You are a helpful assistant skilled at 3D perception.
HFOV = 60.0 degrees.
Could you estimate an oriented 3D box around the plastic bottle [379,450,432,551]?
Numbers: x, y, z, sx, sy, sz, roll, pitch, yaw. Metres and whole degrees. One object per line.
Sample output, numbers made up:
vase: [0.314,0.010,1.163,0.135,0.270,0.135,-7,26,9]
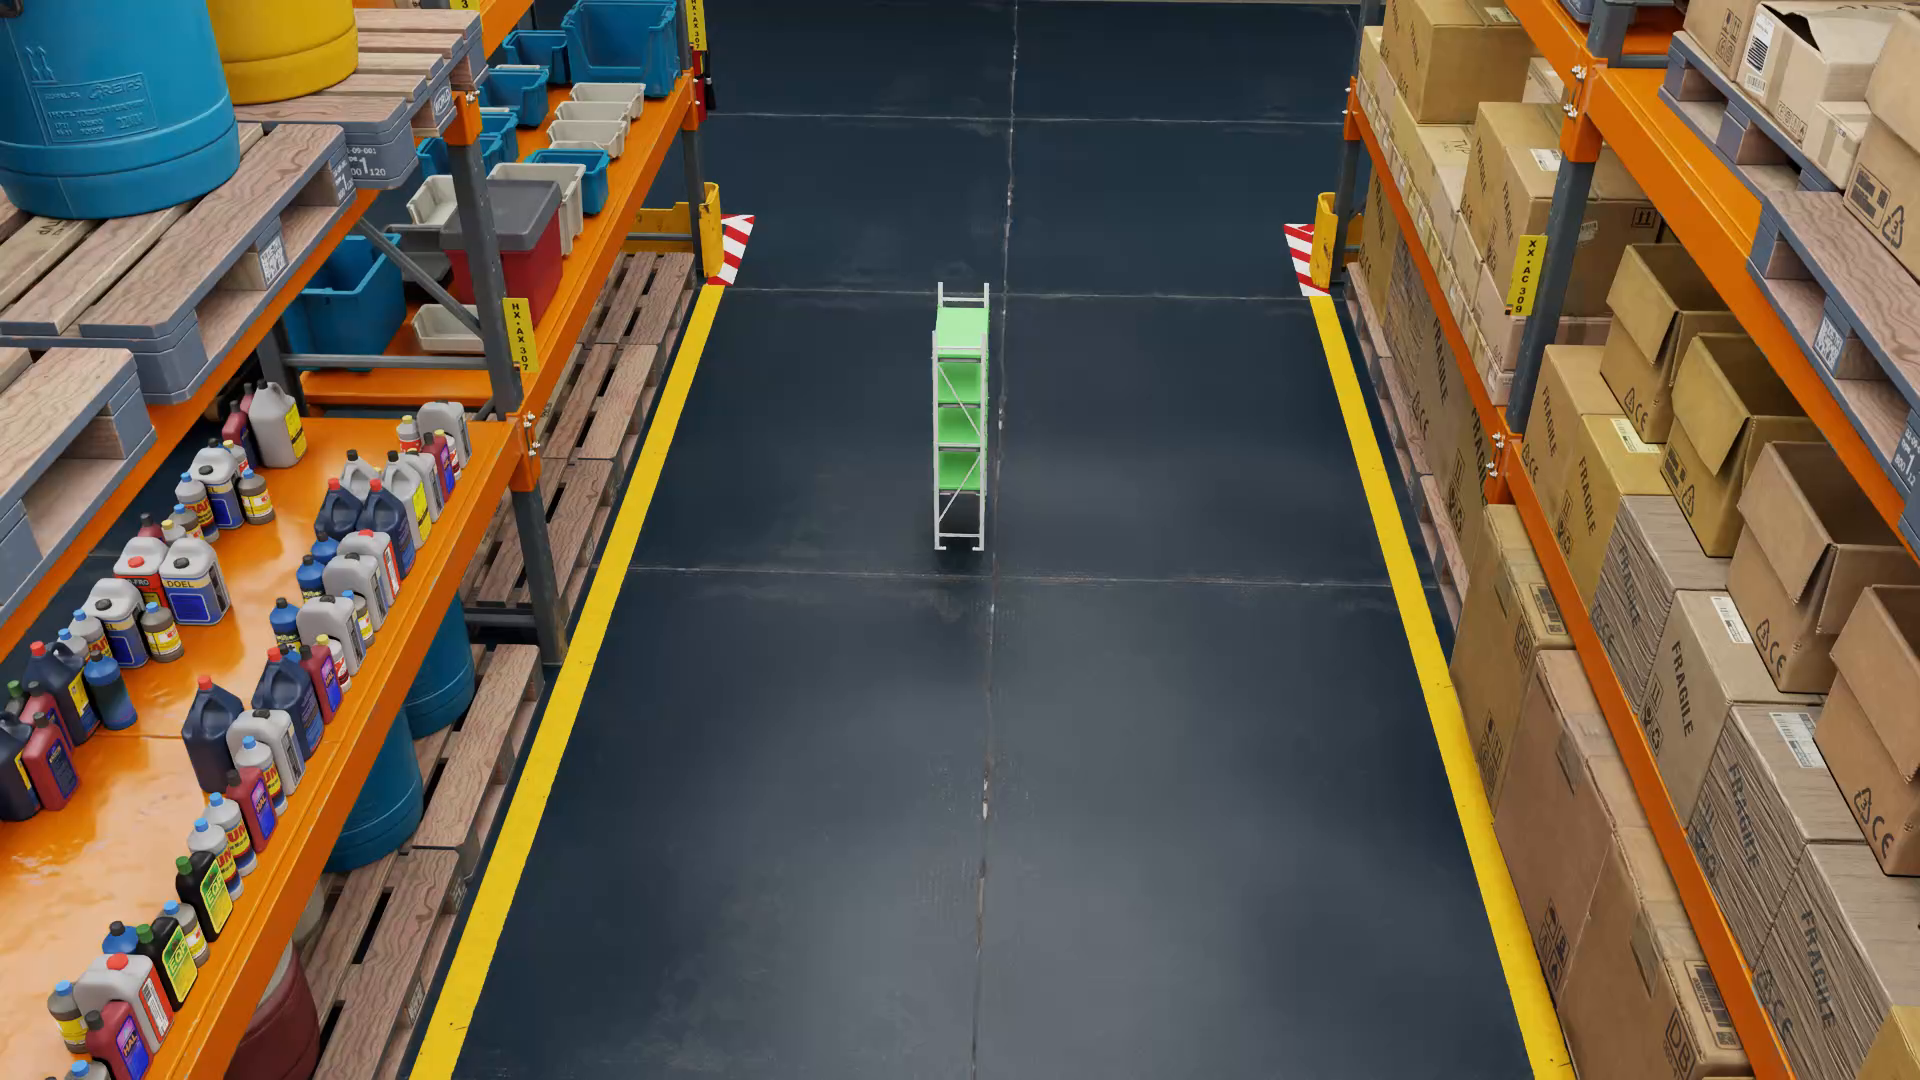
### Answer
plastic bottle: [-1.986,-0.148,5.895,0.144,0.351,0.185,1,35,2]

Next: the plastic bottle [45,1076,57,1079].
plastic bottle: [-2.065,1.339,3.847,0.097,0.271,0.097,0,35,0]

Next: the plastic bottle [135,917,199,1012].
plastic bottle: [-2.027,1.059,4.236,0.061,0.283,0.133,1,35,2]

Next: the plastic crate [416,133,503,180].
plastic crate: [-2.519,-1.895,8.431,0.416,0.233,0.300,1,35,2]

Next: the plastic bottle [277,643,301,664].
plastic bottle: [-2.062,0.435,5.134,0.097,0.271,0.097,0,35,0]

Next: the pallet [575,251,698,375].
pallet: [-2.187,-1.389,10.042,1.003,0.211,1.213,1,35,2]

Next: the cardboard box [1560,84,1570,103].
cardboard box: [2.991,-1.808,7.434,0.500,0.500,0.500,0,35,0]

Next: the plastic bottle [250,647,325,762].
plastic bottle: [-2.030,0.484,4.995,0.144,0.351,0.185,1,35,2]

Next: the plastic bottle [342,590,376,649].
plastic bottle: [-1.987,0.255,5.451,0.097,0.201,0.097,0,35,0]

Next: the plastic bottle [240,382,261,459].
plastic bottle: [-2.717,-0.456,6.391,0.061,0.283,0.133,1,35,2]

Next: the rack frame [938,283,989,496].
rack frame: [0.016,-0.726,8.240,0.240,1.200,0.015,1,35,2]

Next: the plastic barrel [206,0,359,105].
plastic barrel: [-2.110,-1.651,4.853,0.600,0.588,0.600,0,35,0]

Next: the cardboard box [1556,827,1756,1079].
cardboard box: [2.604,1.498,4.993,1.225,0.875,0.875,1,35,2]

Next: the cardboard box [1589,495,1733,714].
cardboard box: [2.365,0.204,5.264,0.500,0.500,0.500,1,35,1]

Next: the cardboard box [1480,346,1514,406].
cardboard box: [2.358,-0.670,6.813,0.380,0.149,0.250,2,35,2]

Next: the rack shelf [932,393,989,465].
rack shelf: [0.007,-0.534,8.077,0.258,0.148,0.480,1,35,2]

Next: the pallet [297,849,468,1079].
pallet: [-2.395,1.582,5.816,1.003,0.211,1.213,1,35,2]

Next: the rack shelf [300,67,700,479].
rack shelf: [-2.196,-1.559,8.485,1.077,0.370,4.000,1,35,2]

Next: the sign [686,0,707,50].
sign: [-1.565,-3.066,9.862,0.100,0.325,0.005,1,35,2]

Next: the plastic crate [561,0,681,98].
plastic crate: [-1.942,-2.845,9.606,0.616,0.435,0.499,1,35,2]

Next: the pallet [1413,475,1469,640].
pallet: [2.781,0.116,7.901,1.003,0.211,1.213,1,35,2]

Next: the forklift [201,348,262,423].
forklift: [-4.554,-2.039,8.602,1.130,2.935,3.031,2,35,3]

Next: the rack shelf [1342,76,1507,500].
rack shelf: [2.753,-1.445,8.322,1.077,0.370,4.000,1,35,2]

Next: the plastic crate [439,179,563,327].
plastic crate: [-1.990,-1.262,7.329,0.402,0.464,0.583,1,35,2]

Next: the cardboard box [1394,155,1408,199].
cardboard box: [2.440,-1.850,8.492,0.380,0.149,0.250,1,35,1]

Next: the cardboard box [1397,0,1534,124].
cardboard box: [2.509,-2.401,8.277,0.500,0.500,0.500,0,35,1]

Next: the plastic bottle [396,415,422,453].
plastic bottle: [-2.094,-0.381,6.357,0.097,0.201,0.097,0,35,0]

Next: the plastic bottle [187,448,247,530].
plastic bottle: [-2.690,-0.186,6.014,0.152,0.276,0.135,1,35,2]

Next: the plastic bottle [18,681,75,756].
plastic bottle: [-2.727,0.561,4.944,0.061,0.283,0.133,1,35,2]

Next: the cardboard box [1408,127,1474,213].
cardboard box: [2.491,-1.791,8.062,0.500,0.250,0.500,1,35,1]

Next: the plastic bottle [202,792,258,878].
plastic bottle: [-2.027,0.808,4.603,0.097,0.271,0.097,0,35,0]

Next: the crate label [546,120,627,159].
crate label: [-1.980,-2.120,8.834,0.396,0.136,0.243,1,35,2]

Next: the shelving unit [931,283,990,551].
shelving unit: [0.007,-0.586,8.040,0.258,1.200,0.503,1,35,2]

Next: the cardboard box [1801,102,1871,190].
cardboard box: [2.463,-1.034,4.357,0.380,0.149,0.250,0,35,0]

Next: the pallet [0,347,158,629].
pallet: [-2.308,0.007,3.187,1.003,0.211,1.213,1,35,2]

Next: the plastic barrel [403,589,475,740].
plastic barrel: [-2.315,0.295,6.682,0.600,0.901,0.708,1,35,2]

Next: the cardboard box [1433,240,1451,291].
cardboard box: [2.399,-1.261,7.654,0.380,0.149,0.250,2,35,3]

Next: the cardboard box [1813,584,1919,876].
cardboard box: [2.587,0.463,4.023,0.797,0.503,0.637,2,35,3]

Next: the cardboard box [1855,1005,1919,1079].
cardboard box: [2.284,1.378,3.593,0.500,0.500,0.500,2,35,3]

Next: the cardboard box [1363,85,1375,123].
cardboard box: [2.481,-2.441,9.334,0.380,0.149,0.250,1,35,1]

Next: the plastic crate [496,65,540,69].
plastic crate: [-2.550,-2.602,9.521,0.250,0.136,0.298,1,35,2]

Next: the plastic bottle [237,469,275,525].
plastic bottle: [-2.565,-0.163,6.047,0.097,0.201,0.097,0,35,0]

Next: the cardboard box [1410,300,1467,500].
cardboard box: [2.815,-0.787,8.243,0.875,0.875,0.875,1,35,2]

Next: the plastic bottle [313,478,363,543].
plastic bottle: [-2.138,-0.046,5.749,0.144,0.351,0.185,1,35,2]

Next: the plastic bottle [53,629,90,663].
plastic bottle: [-2.758,0.393,5.194,0.097,0.271,0.097,0,35,0]

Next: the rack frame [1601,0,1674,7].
rack frame: [2.673,-3.044,4.756,1.000,3.000,0.127,1,35,2]

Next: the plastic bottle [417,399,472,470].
plastic bottle: [-1.969,-0.420,6.346,0.152,0.276,0.135,1,35,2]
